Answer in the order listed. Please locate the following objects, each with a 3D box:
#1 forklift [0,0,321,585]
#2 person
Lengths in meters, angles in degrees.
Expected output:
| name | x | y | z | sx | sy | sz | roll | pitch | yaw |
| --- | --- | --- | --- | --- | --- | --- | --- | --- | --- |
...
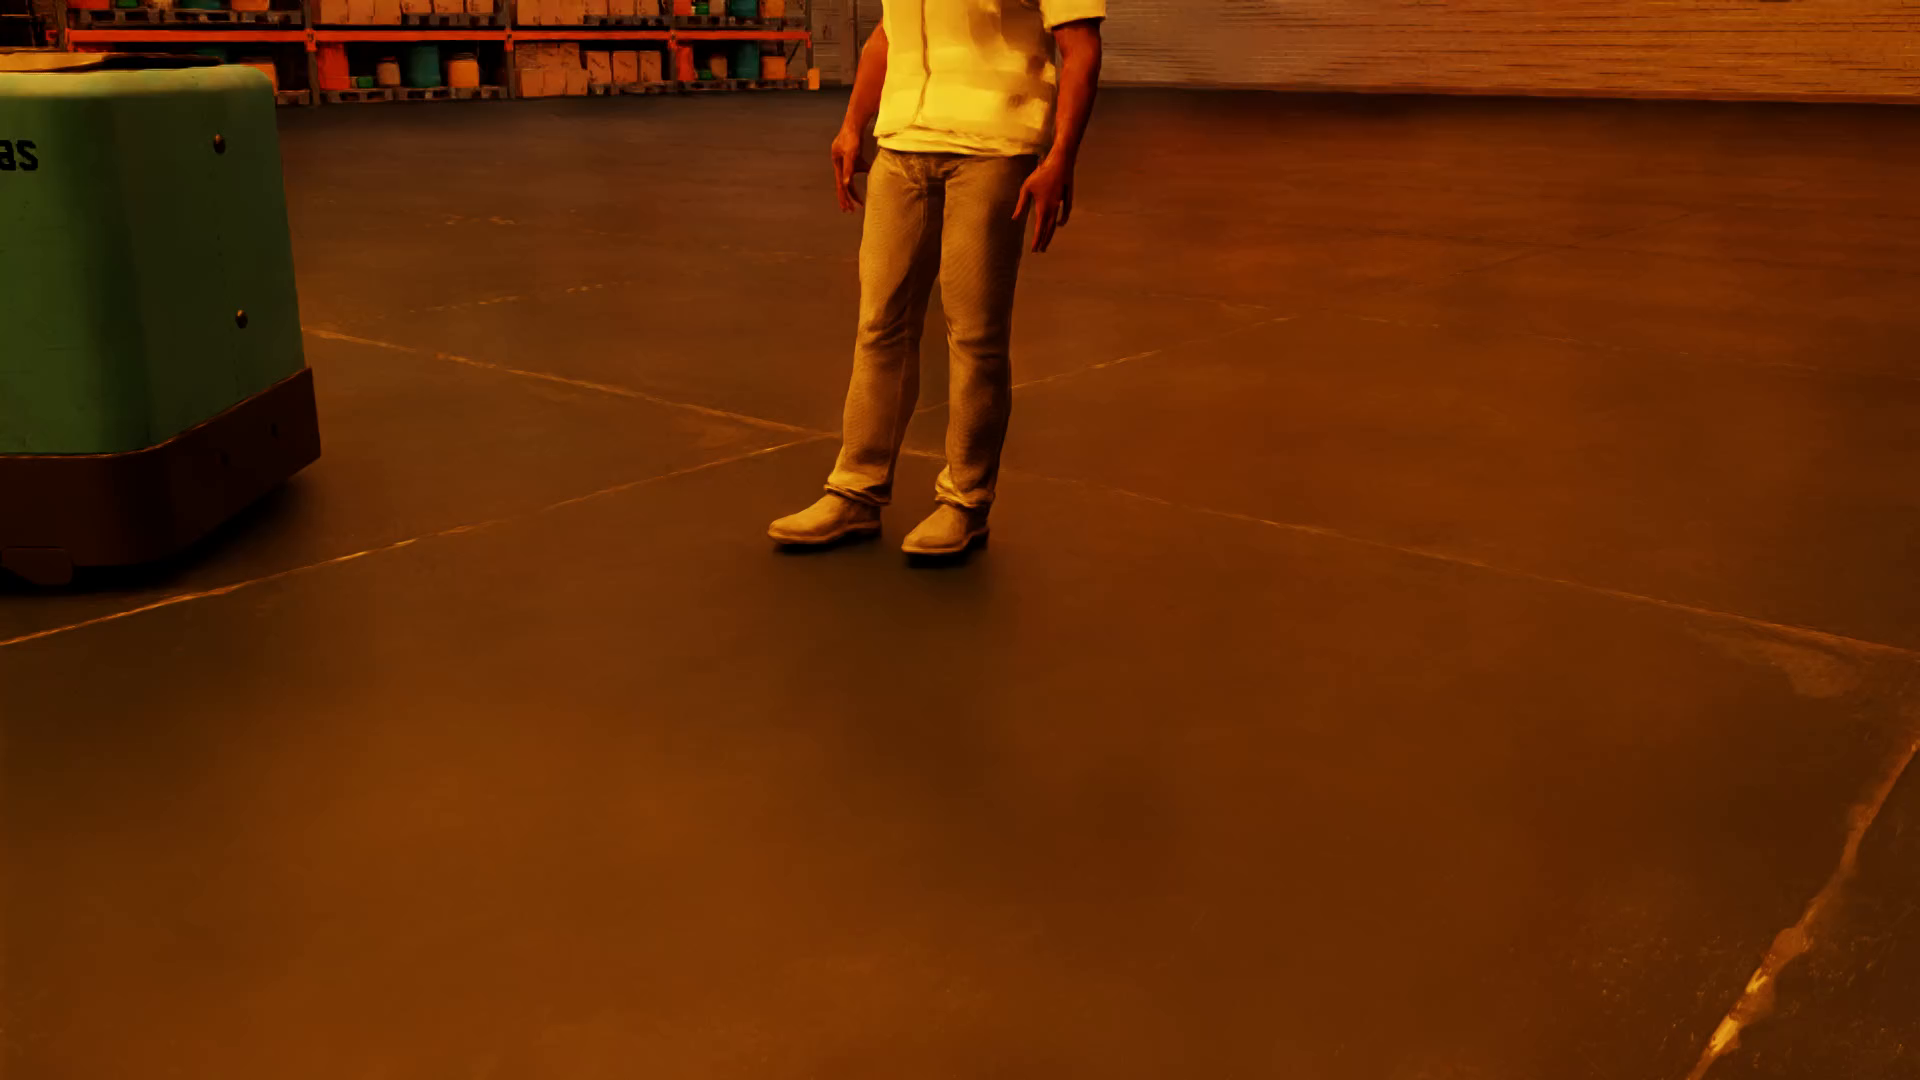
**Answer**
| name | x | y | z | sx | sy | sz | roll | pitch | yaw |
| --- | --- | --- | --- | --- | --- | --- | --- | --- | --- |
| forklift | -3.212 | -1.426 | 3.595 | 3.031 | 2.935 | 1.130 | 0 | 17 | -1 |
| person | -0.048 | -0.837 | 3.635 | 0.665 | 1.766 | 0.576 | 13 | 21 | 37 |
